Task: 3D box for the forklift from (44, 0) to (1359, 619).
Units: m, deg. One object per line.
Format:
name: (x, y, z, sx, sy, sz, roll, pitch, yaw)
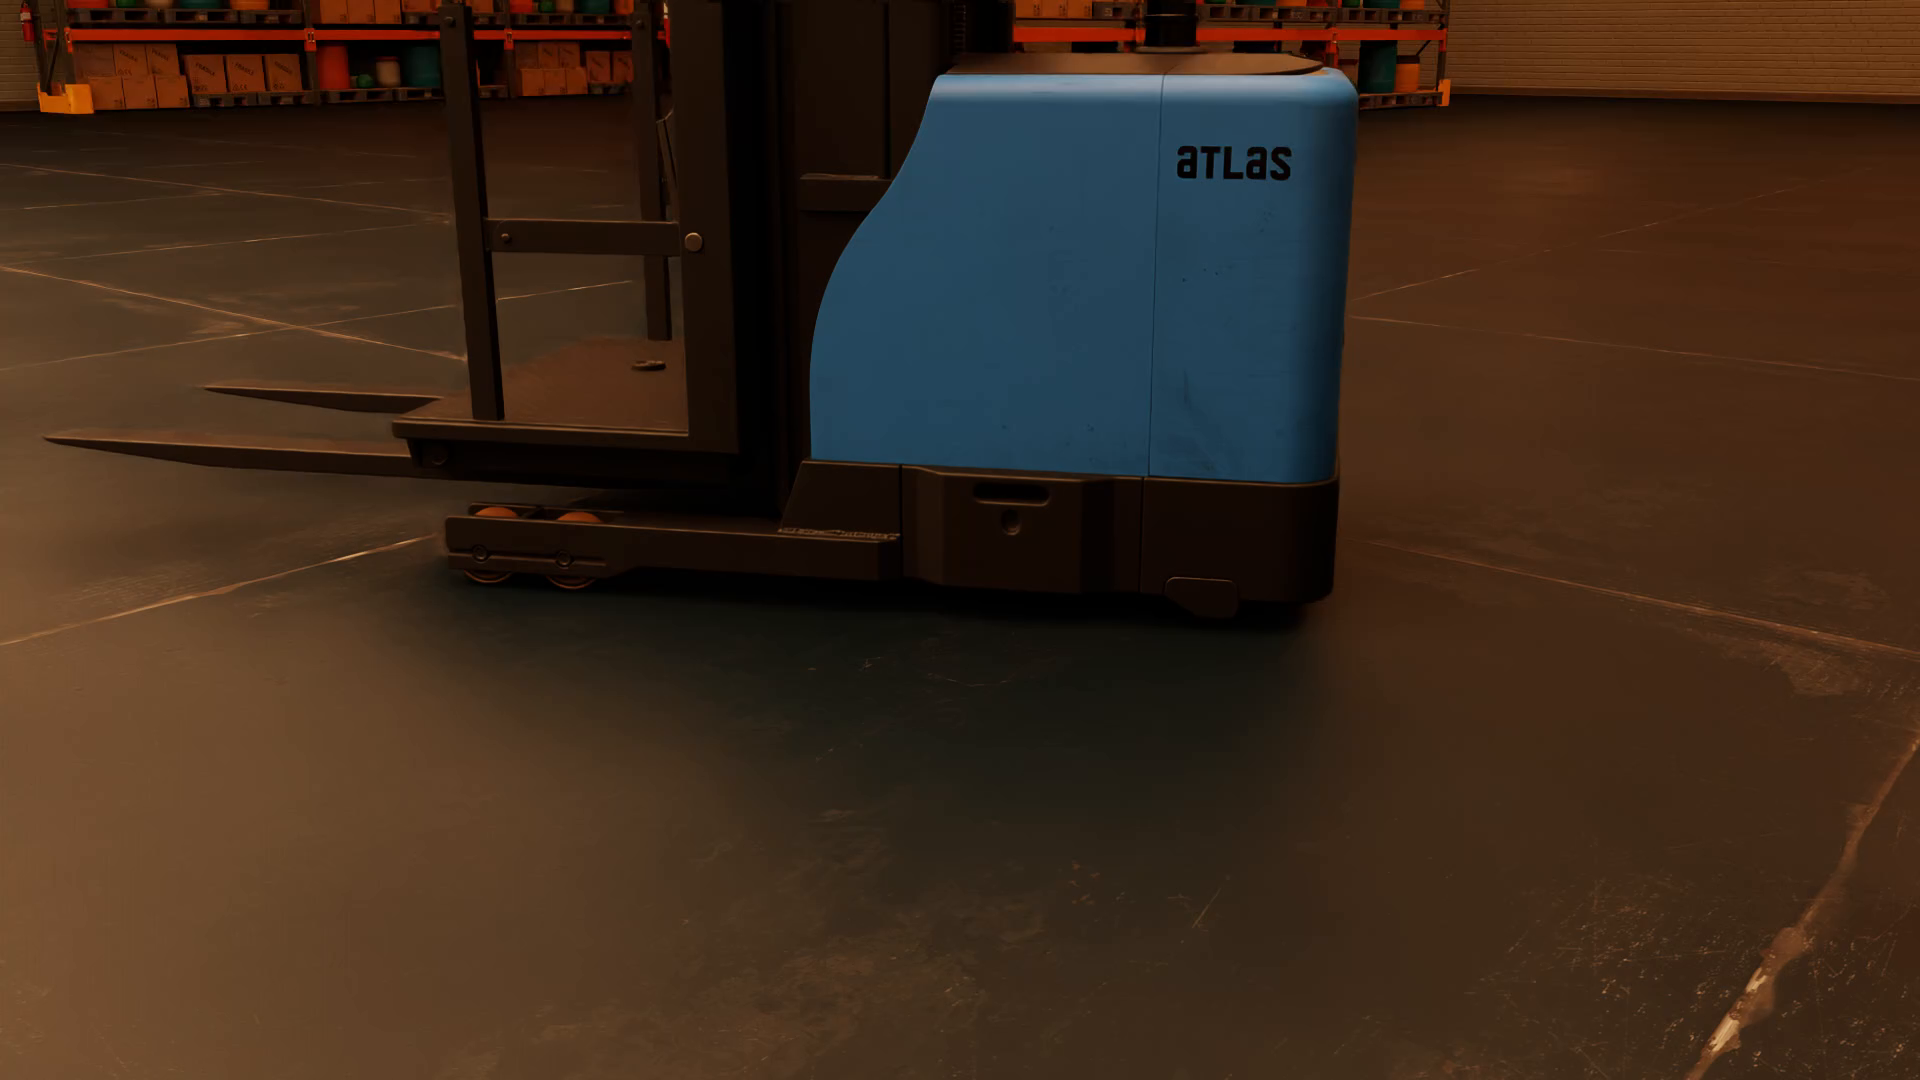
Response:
forklift: (-0.647, -1.441, 3.643, 3.031, 2.935, 1.130, 3, 17, 11)
